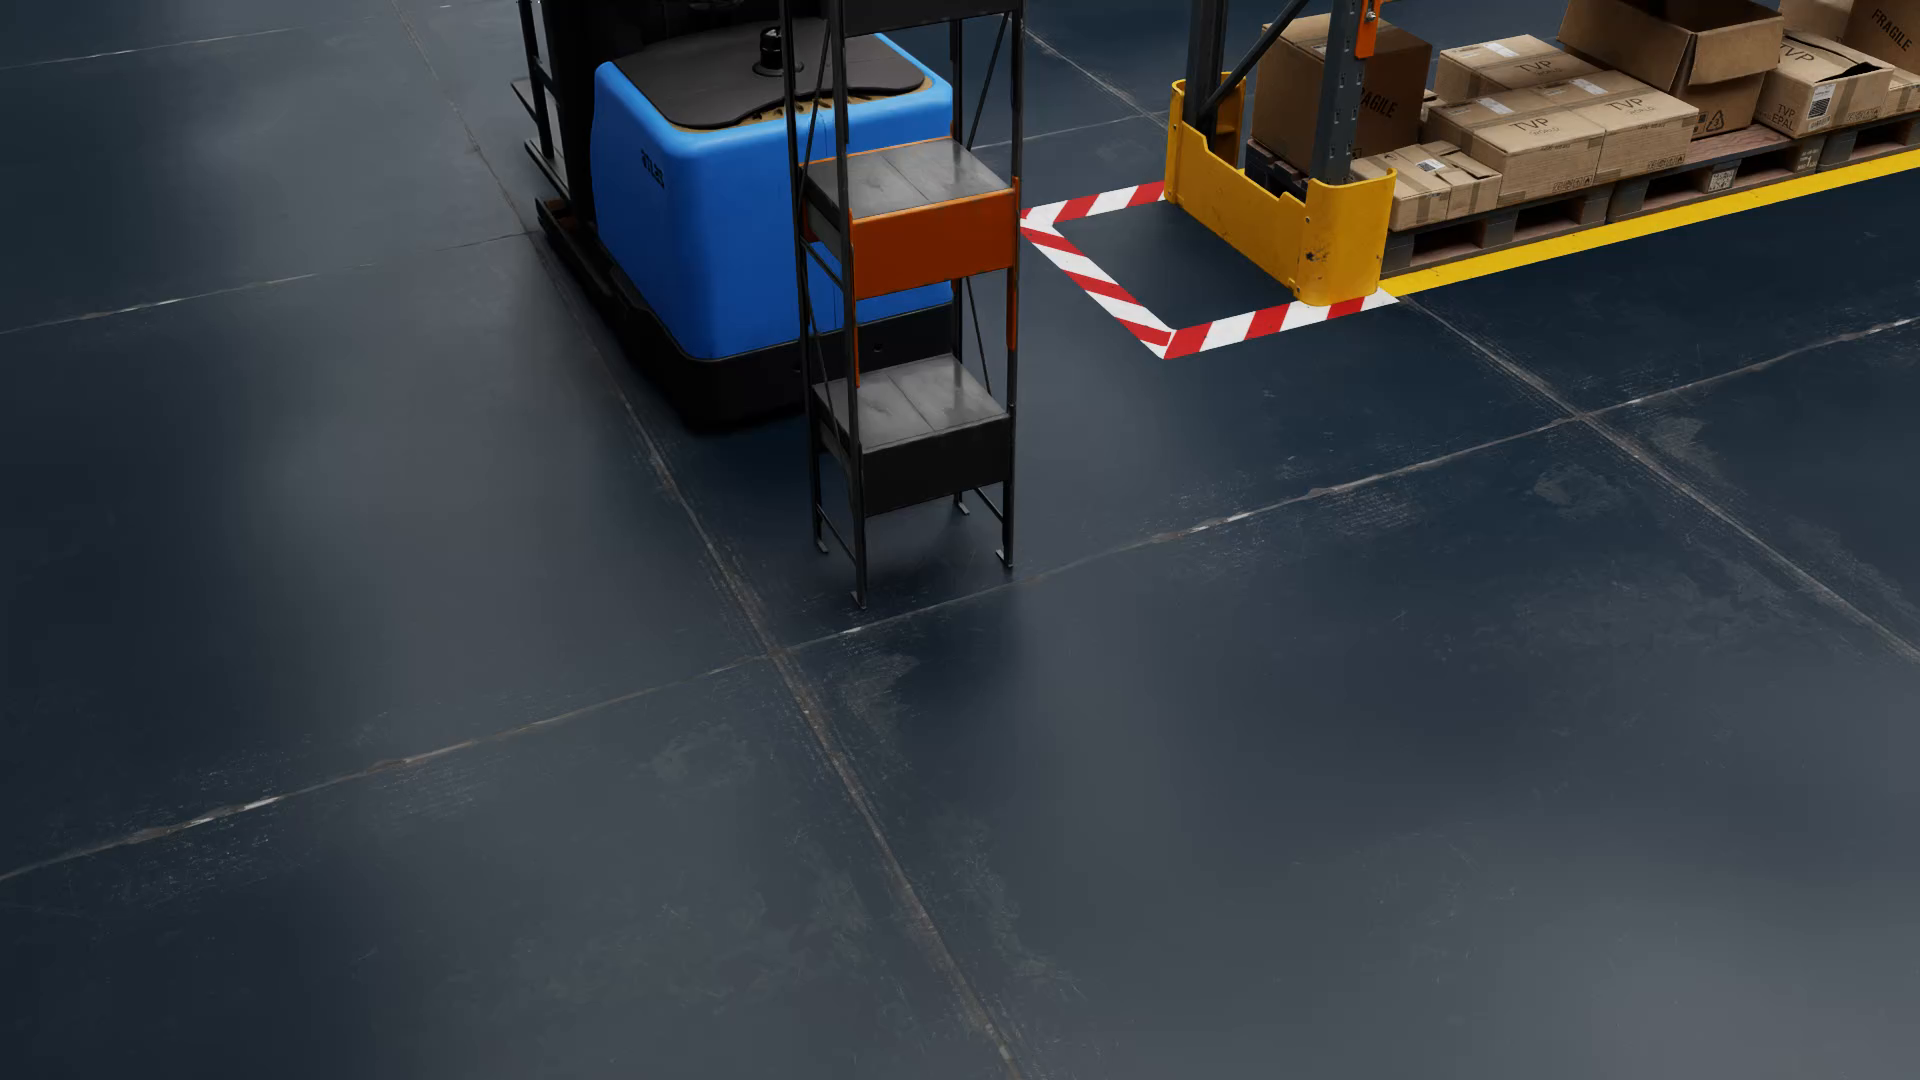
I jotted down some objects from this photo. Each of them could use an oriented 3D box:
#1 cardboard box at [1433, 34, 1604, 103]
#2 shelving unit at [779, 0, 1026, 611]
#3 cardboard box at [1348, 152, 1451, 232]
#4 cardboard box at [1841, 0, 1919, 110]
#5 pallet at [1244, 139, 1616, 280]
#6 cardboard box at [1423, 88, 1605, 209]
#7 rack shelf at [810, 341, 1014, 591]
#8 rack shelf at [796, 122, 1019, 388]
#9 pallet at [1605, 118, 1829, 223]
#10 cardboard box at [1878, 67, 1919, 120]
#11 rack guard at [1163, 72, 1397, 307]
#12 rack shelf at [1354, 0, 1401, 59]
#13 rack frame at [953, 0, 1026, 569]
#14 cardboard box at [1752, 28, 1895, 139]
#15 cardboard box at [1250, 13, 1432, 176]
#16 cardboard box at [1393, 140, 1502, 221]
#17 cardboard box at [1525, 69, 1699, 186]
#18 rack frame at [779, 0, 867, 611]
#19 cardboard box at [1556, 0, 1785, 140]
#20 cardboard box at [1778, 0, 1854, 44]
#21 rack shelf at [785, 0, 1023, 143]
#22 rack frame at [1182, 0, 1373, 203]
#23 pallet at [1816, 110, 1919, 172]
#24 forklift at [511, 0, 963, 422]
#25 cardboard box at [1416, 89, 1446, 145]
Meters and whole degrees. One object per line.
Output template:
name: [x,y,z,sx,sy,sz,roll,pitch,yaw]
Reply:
cardboard box: [2.465,-2.006,7.375,0.500,0.250,0.500,-16,39,-20]
shelving unit: [-0.150,-0.801,4.568,0.503,2.100,0.431,-16,39,-20]
cardboard box: [1.729,-1.391,6.632,0.250,0.149,0.380,-16,39,-20]
cardboard box: [4.430,-2.327,7.598,0.500,0.500,0.500,-16,39,-20]
pallet: [1.994,-1.540,7.150,1.213,0.211,1.003,-16,39,-20]
cardboard box: [2.270,-1.622,6.858,0.500,0.250,0.500,-16,39,-20]
rack shelf: [-0.150,-0.228,4.993,0.480,0.518,0.431,-16,39,-20]
rack shelf: [-0.150,-0.791,4.576,0.480,0.518,0.431,-16,39,-20]
pallet: [3.097,-1.847,7.563,1.213,0.211,1.003,-16,39,-20]
cardboard box: [4.116,-2.059,7.531,0.250,0.149,0.380,-16,39,-20]
rack guard: [1.273,-1.454,6.791,0.348,0.500,1.175,-16,39,-20]
rack shelf: [3.015,-2.656,6.917,4.000,0.370,1.077,-16,39,-20]
rack frame: [0.071,-0.863,4.651,0.015,2.100,0.400,-16,39,-20]
cardboard box: [3.751,-2.061,7.399,0.500,0.311,0.500,-16,39,-20]
cardboard box: [1.592,-1.882,6.999,0.500,0.500,0.500,-16,39,-20]
cardboard box: [1.956,-1.462,6.712,0.250,0.166,0.380,-16,39,-20]
cardboard box: [2.722,-1.749,7.029,0.500,0.250,0.500,-16,39,-20]
rack frame: [-0.371,-0.740,4.485,0.015,2.100,0.400,-16,39,-20]
cardboard box: [3.127,-2.147,7.353,0.637,0.503,0.797,-16,39,-20]
cardboard box: [4.353,-2.559,8.069,0.500,0.311,0.500,-16,39,-20]
rack shelf: [-0.150,-1.353,4.159,0.480,0.518,0.431,-16,39,-20]
rack frame: [1.204,-2.439,6.020,0.127,3.000,1.000,-16,39,-20]
pallet: [4.203,-2.158,7.983,1.213,0.211,1.003,-16,39,-20]
forklift: [-1.110,-2.443,6.084,1.130,2.935,3.031,-17,40,-21]
cardboard box: [1.997,-1.802,7.171,0.250,0.166,0.380,-16,39,-20]
